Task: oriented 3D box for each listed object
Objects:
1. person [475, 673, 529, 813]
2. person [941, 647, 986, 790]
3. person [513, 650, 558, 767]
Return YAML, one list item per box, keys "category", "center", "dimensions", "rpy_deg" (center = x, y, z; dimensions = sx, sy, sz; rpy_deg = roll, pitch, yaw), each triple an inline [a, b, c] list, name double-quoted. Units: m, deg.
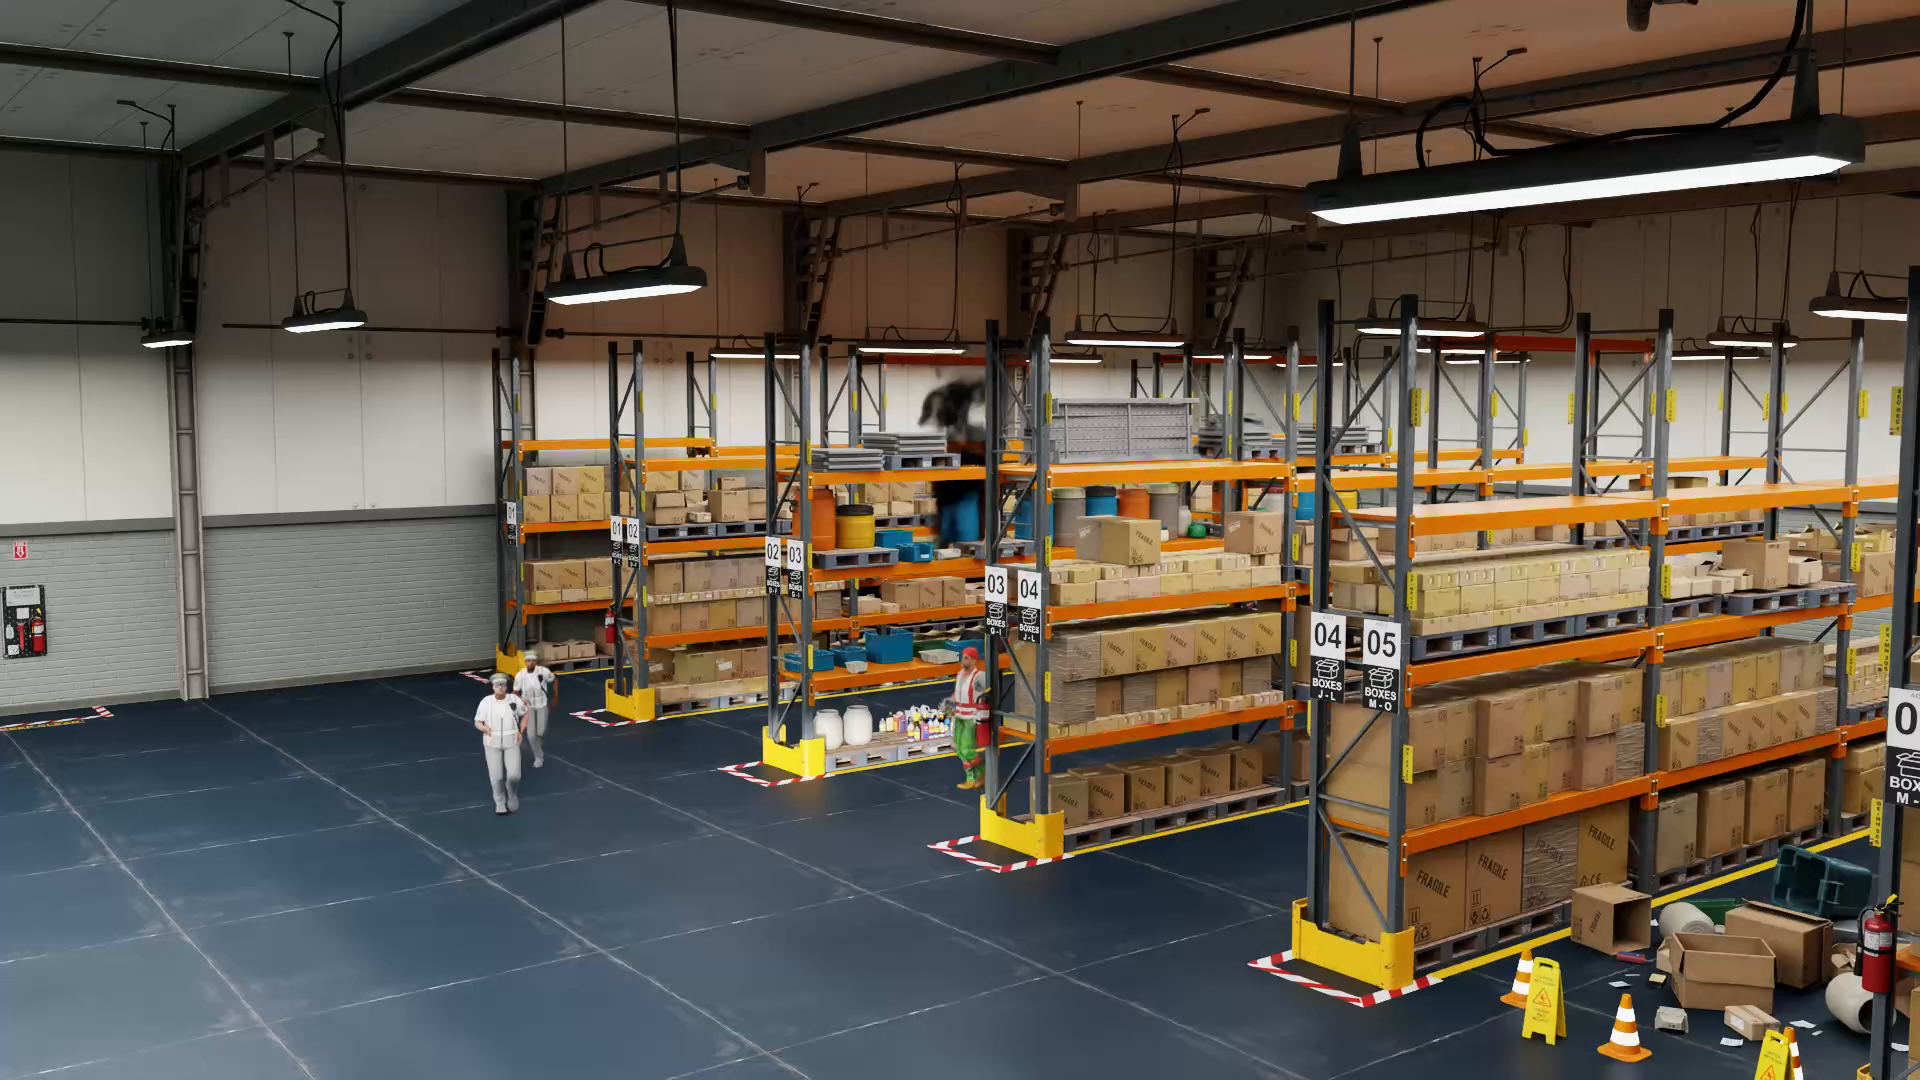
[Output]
- category: "person"
  center: [-5.601, 2.500, 20.379]
  dimensions: [0.650, 1.744, 0.602]
  rpy_deg: [-1, 5, -16]
- category: "person"
  center: [0.090, 2.204, 20.452]
  dimensions: [0.558, 1.783, 0.674]
  rpy_deg: [-4, 7, -41]
- category: "person"
  center: [-5.895, 2.334, 23.129]
  dimensions: [0.614, 1.650, 0.647]
  rpy_deg: [-1, 5, -14]
